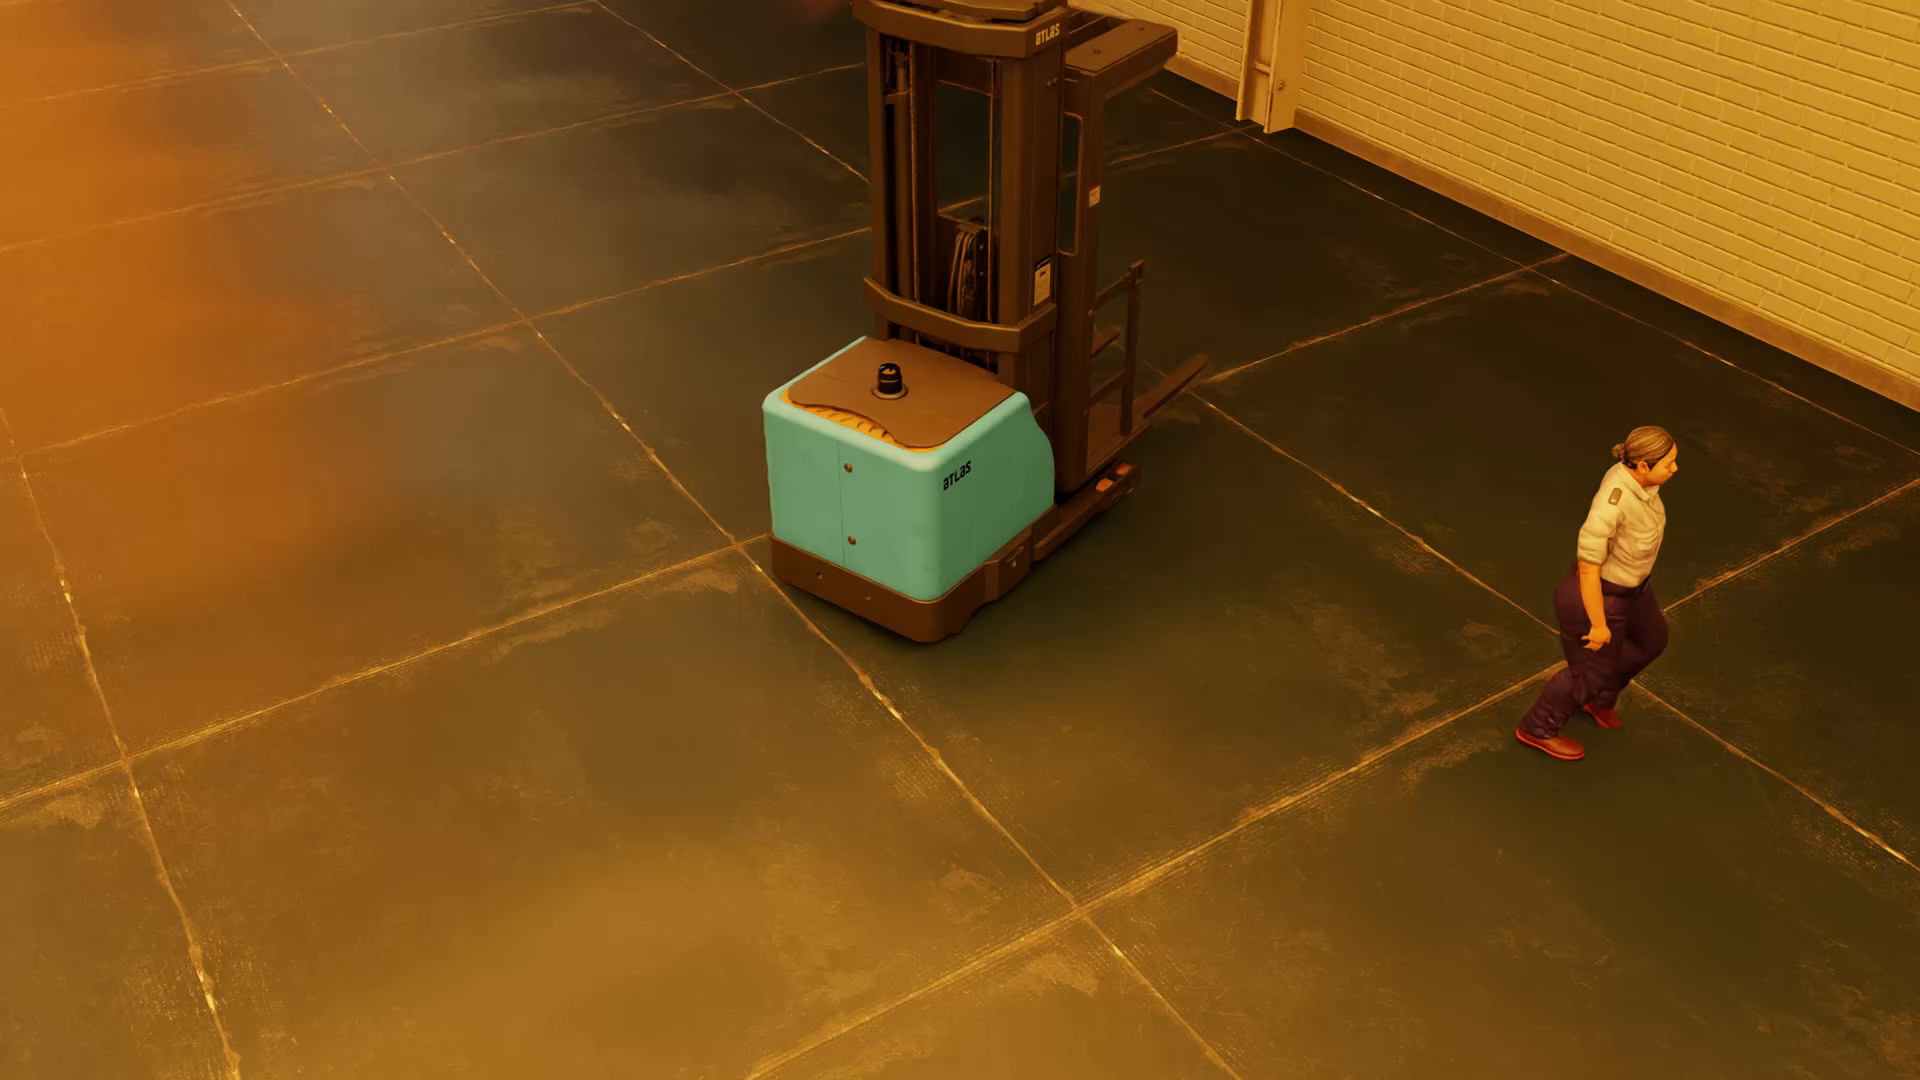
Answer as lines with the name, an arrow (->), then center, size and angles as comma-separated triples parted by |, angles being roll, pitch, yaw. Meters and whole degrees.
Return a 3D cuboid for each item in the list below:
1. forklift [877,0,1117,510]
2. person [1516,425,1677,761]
forklift -> 0.330, -1.509, 8.295 | 1.121, 2.935, 3.031 | 23, 41, 29
person -> 2.741, 0.260, 6.967 | 0.478, 1.665, 0.578 | 19, 39, 25
